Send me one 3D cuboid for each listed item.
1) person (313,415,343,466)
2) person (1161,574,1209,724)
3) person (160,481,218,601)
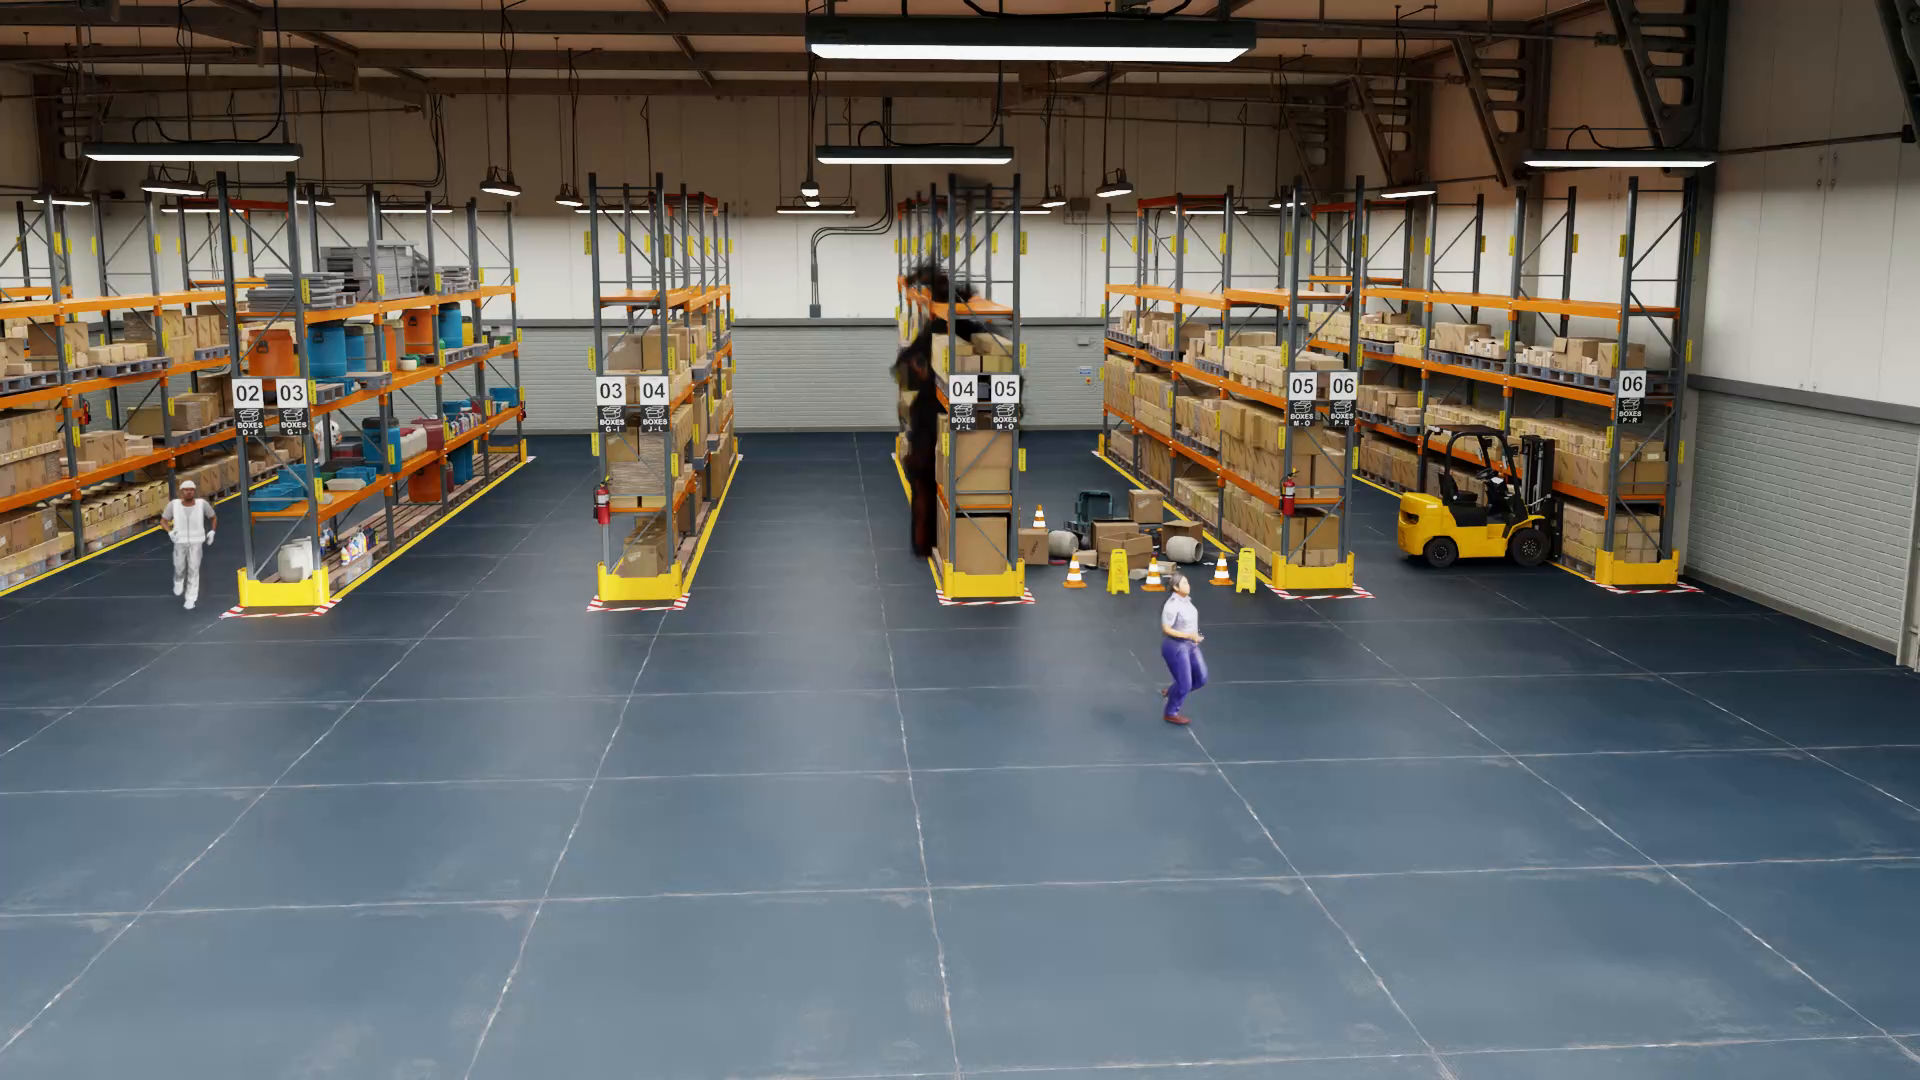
[{"bbox_3d":[-13.252,-1.905,34.882,0.587,1.601,0.543,-3,10,-17],"label":"person"},{"bbox_3d":[2.378,1.148,17.575,0.536,1.600,0.599,6,12,31],"label":"person"},{"bbox_3d":[-10.889,-0.008,23.541,0.736,1.702,0.634,-5,11,-25],"label":"person"}]
